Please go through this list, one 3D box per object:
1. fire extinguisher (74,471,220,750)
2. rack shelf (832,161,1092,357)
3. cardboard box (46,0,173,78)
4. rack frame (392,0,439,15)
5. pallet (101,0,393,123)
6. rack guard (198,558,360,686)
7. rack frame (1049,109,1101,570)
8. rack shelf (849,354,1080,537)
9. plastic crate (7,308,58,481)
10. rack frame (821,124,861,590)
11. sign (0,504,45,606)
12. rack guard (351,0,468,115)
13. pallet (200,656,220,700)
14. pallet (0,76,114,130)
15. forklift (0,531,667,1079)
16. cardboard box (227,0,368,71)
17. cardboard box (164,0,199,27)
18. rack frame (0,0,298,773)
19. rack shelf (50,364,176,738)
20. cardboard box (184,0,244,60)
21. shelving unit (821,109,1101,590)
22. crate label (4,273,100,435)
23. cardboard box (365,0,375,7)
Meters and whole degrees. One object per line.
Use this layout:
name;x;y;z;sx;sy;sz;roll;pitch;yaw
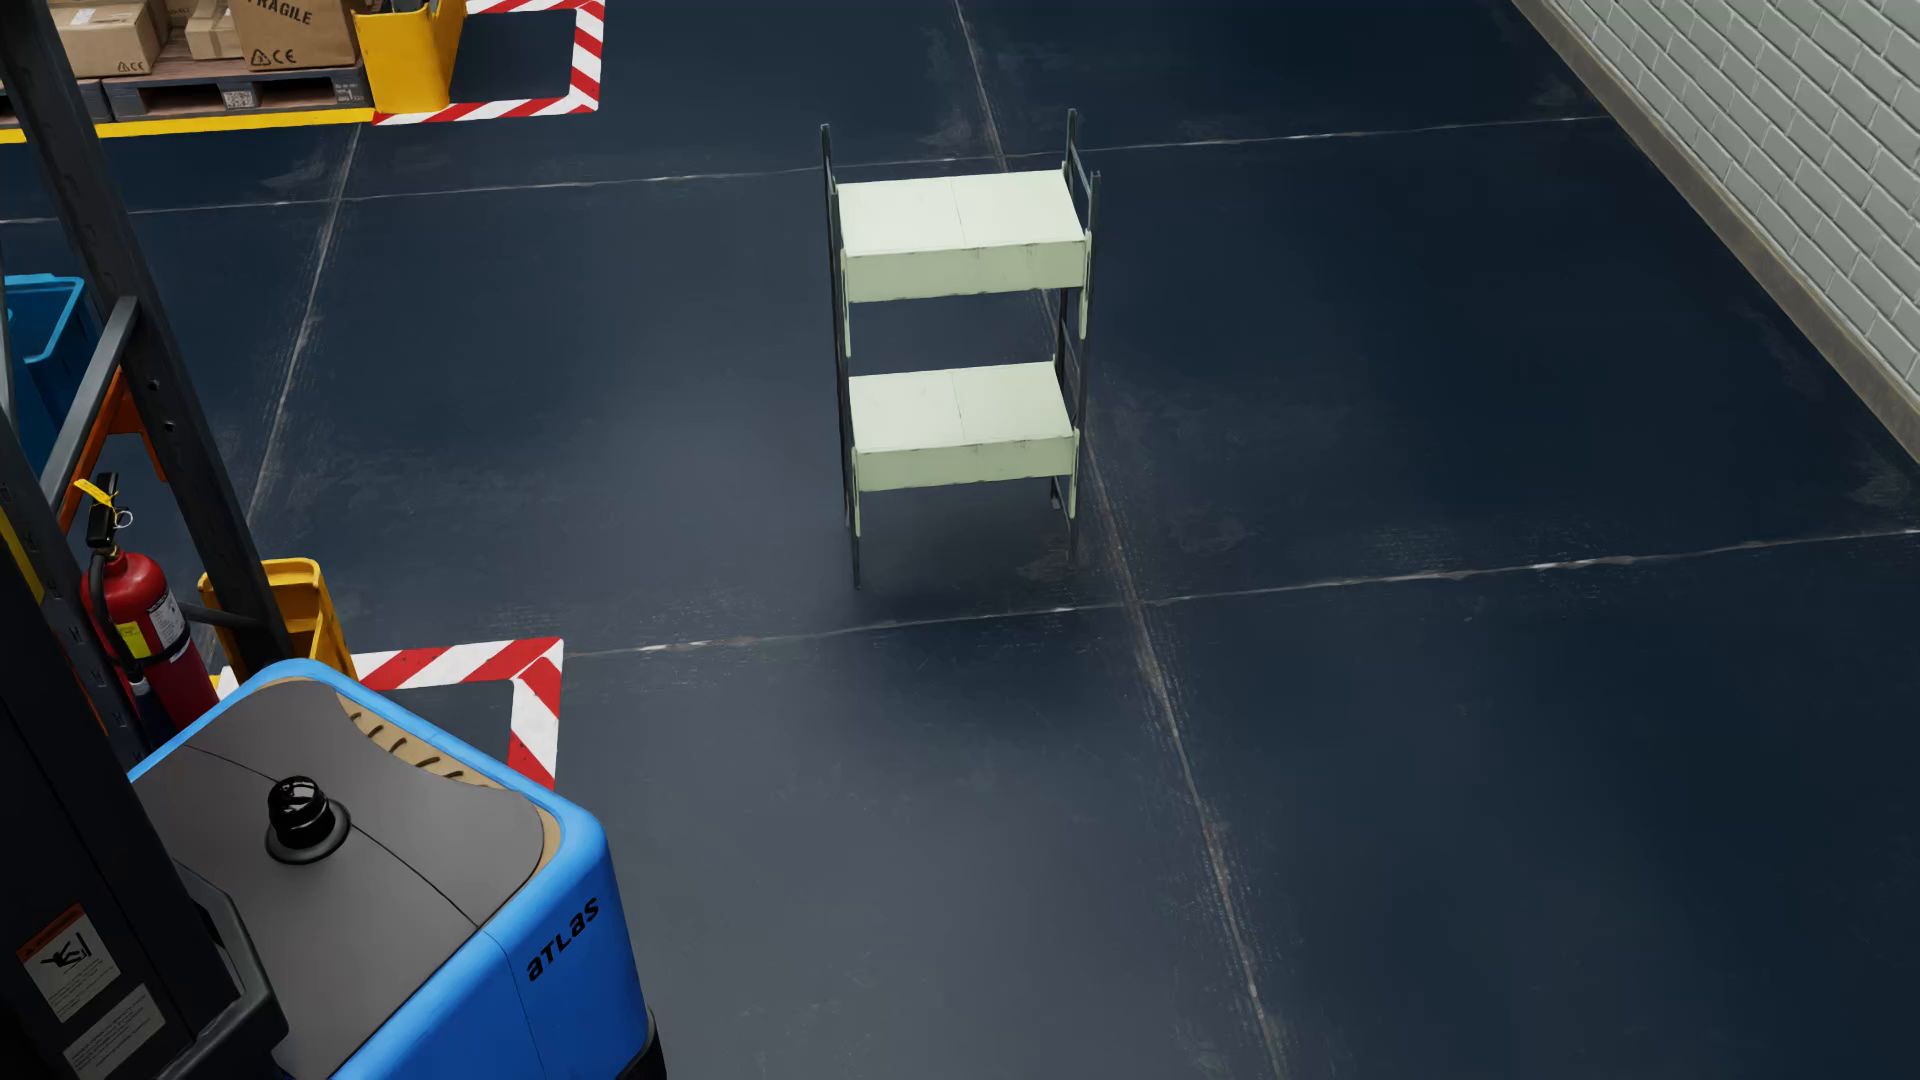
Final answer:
fire extinguisher;-1.806;0.175;3.653;0.183;0.674;0.296;-5;42;-6
rack shelf;-0.007;-0.846;4.986;0.720;0.370;0.431;-5;42;-6
cardboard box;-4.106;-2.440;7.940;0.500;0.250;0.500;-5;42;-6
rack frame;-2.653;-3.571;7.470;0.127;3.000;1.000;-5;42;-6
pallet;-3.518;-2.459;8.319;1.213;0.211;1.003;-5;42;-6
rack guard;-1.992;0.636;4.671;0.348;0.500;1.175;-5;42;-6
rack frame;0.356;-0.588;5.282;0.023;1.500;0.400;-5;42;-6
rack shelf;-0.007;-0.314;5.465;0.720;0.370;0.431;-5;42;-6
plastic crate;-2.322;-0.163;3.620;0.499;0.435;0.616;-5;42;-6
rack frame;-0.370;-0.525;5.212;0.023;1.500;0.400;-5;42;-6
sign;-1.927;0.022;3.364;0.005;0.325;0.100;-5;42;-6
rack guard;-2.728;-2.636;8.299;0.348;0.500;1.175;-5;42;-6
pallet;-2.837;0.800;4.705;1.213;0.211;1.003;-5;42;-6
pallet;-4.726;-2.355;8.204;1.213;0.211;1.003;-5;42;-6
forklift;-1.943;0.966;2.491;1.130;2.935;3.031;23;47;23
cardboard box;-3.160;-2.595;7.926;0.500;0.500;0.500;-5;42;-6
cardboard box;-3.724;-2.811;8.352;0.500;0.250;0.500;-5;42;-6
rack frame;-2.014;-0.281;3.822;0.127;3.000;1.000;-5;42;-6
rack shelf;-3.997;0.160;3.870;4.000;0.370;1.077;-5;42;-6
cardboard box;-3.573;-2.496;8.065;0.250;0.166;0.380;-5;42;-6
shelving unit;-0.007;-0.556;5.247;0.755;1.500;0.431;-5;42;-6
crate label;-2.302;-0.438;4.077;0.303;0.233;0.416;-5;42;-6
cardboard box;-3.113;-2.868;8.490;0.250;0.149;0.380;-5;42;-6
